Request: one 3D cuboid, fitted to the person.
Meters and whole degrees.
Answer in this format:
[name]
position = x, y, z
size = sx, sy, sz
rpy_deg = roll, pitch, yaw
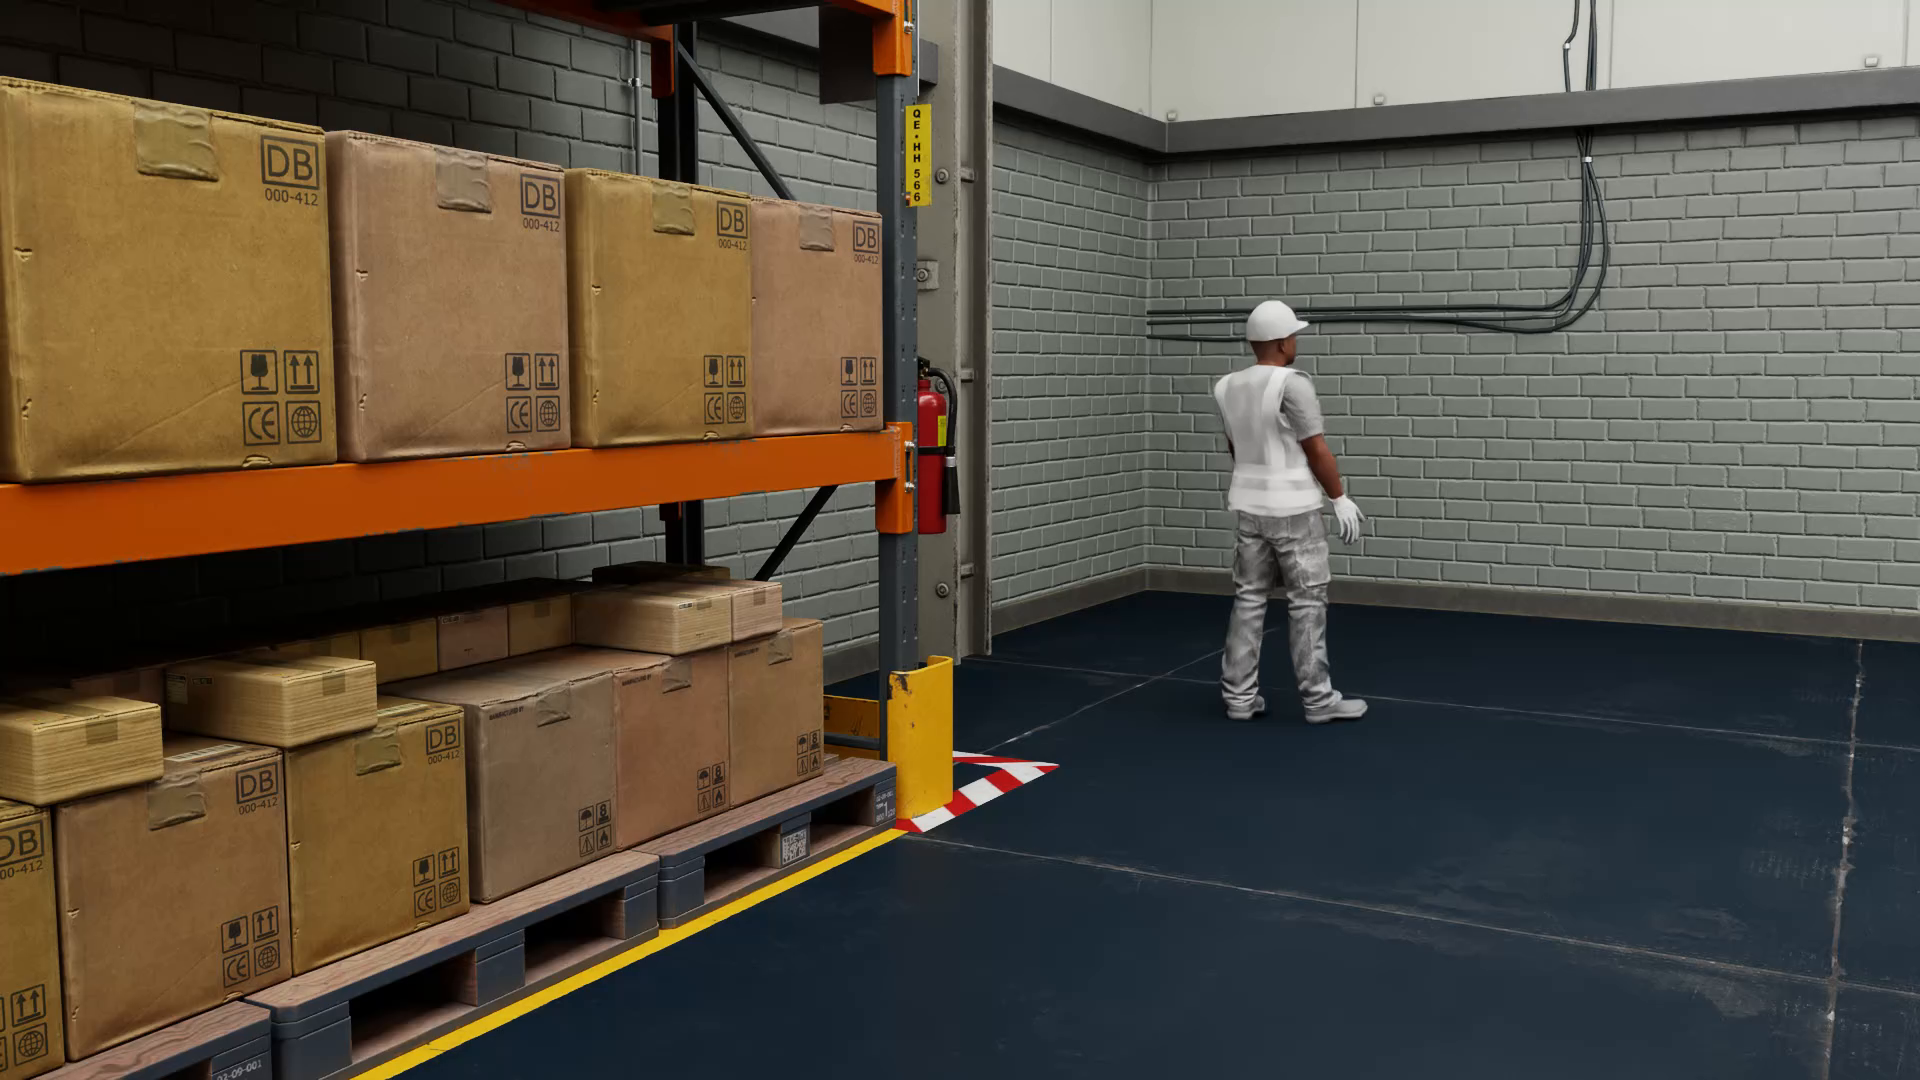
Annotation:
[person]
position = 1.423, -0.121, 7.121
size = 0.574, 1.790, 0.603
rpy_deg = -4, 7, -33
